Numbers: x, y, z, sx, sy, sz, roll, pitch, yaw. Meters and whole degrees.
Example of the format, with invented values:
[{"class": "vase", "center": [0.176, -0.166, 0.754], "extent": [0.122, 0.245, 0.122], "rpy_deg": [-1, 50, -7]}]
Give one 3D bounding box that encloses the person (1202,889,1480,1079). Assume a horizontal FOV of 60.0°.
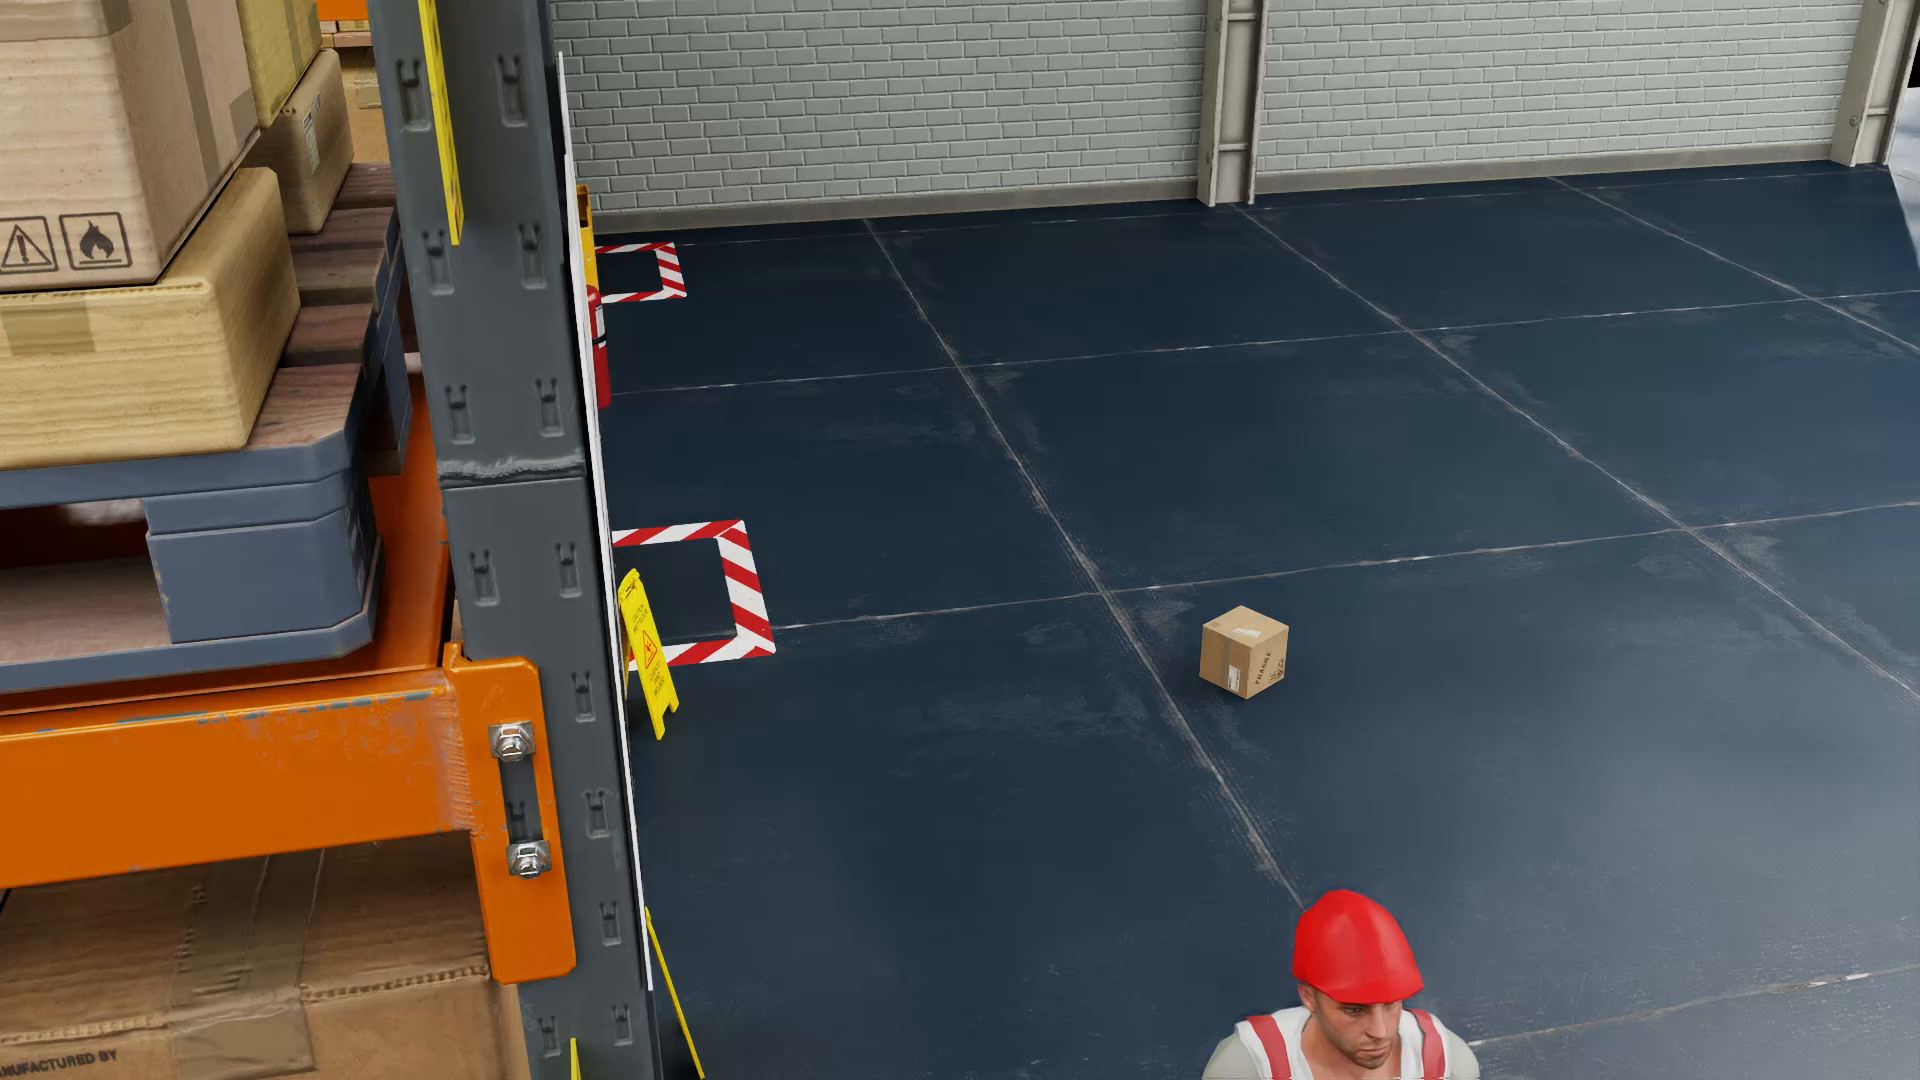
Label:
[{"class": "person", "center": [0.696, 1.417, 3.196], "extent": [0.529, 1.781, 0.586], "rpy_deg": [-1, 27, -1]}]
